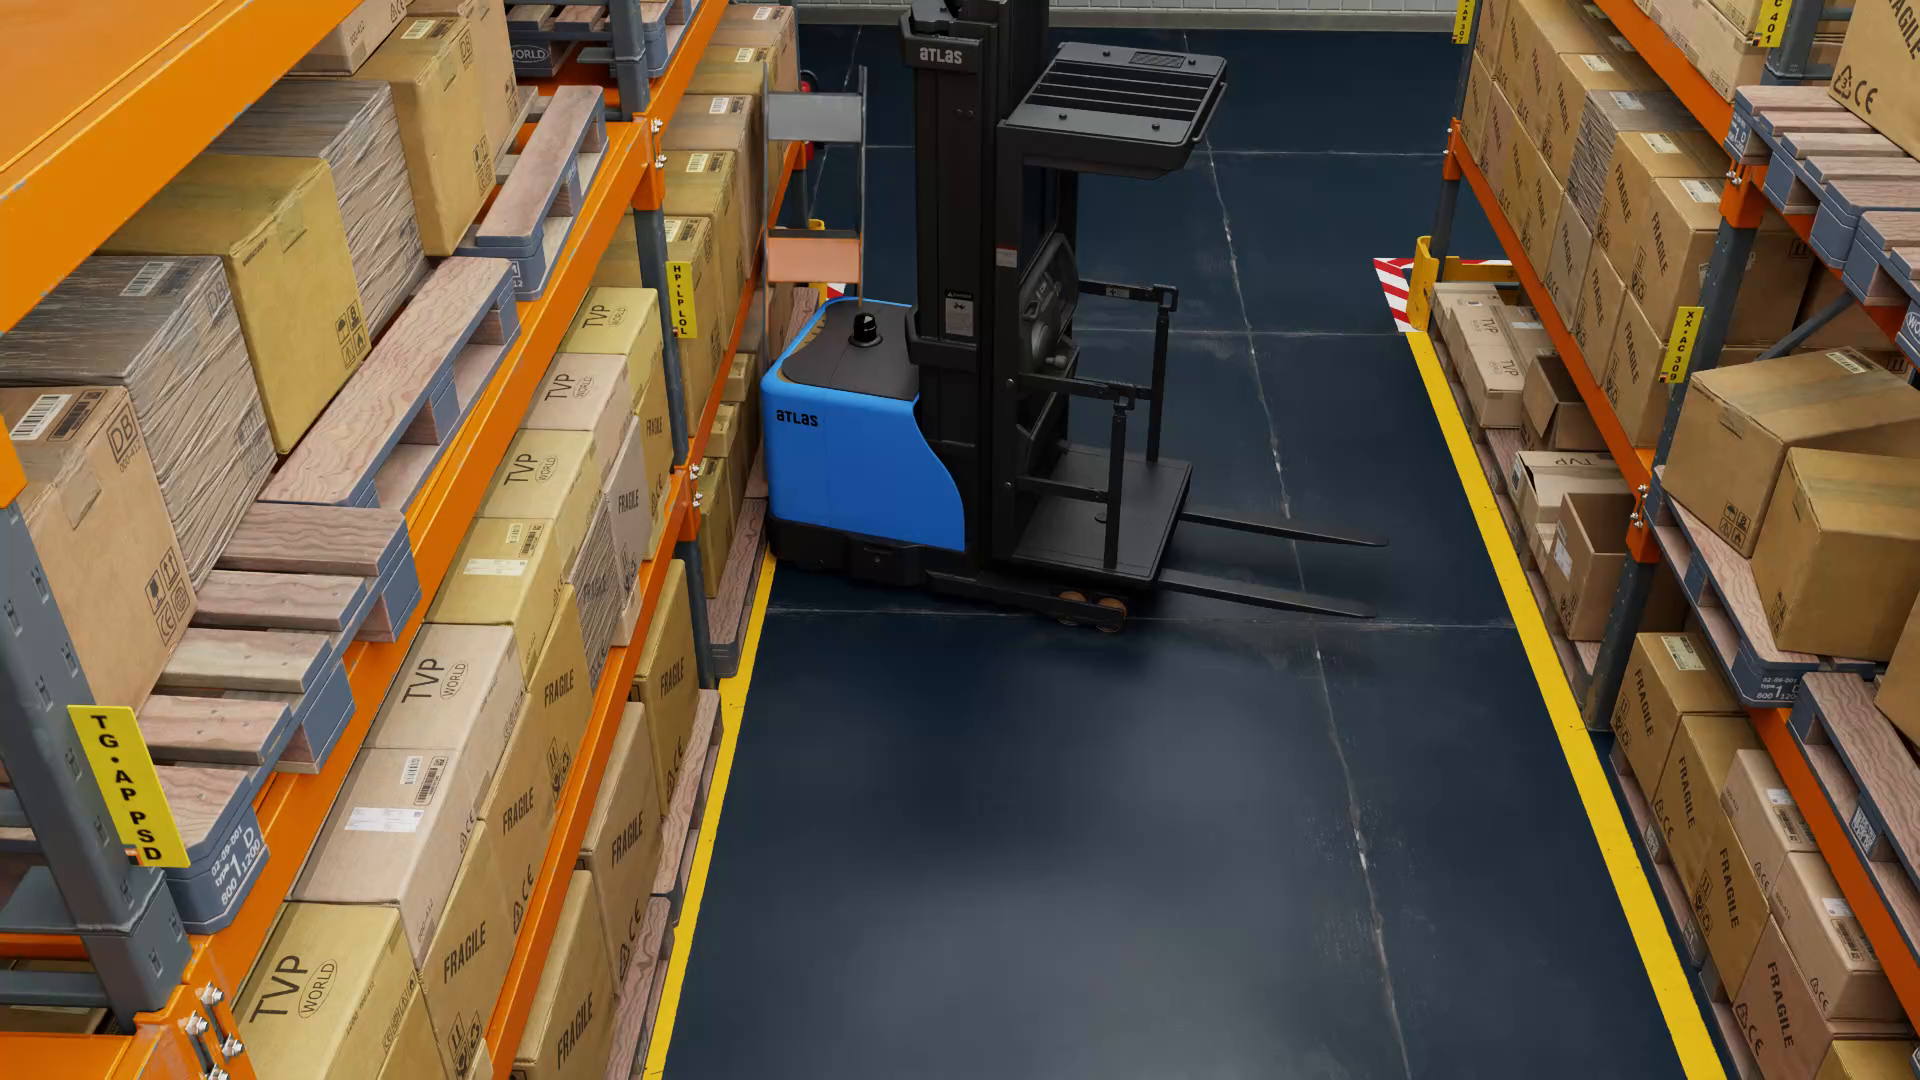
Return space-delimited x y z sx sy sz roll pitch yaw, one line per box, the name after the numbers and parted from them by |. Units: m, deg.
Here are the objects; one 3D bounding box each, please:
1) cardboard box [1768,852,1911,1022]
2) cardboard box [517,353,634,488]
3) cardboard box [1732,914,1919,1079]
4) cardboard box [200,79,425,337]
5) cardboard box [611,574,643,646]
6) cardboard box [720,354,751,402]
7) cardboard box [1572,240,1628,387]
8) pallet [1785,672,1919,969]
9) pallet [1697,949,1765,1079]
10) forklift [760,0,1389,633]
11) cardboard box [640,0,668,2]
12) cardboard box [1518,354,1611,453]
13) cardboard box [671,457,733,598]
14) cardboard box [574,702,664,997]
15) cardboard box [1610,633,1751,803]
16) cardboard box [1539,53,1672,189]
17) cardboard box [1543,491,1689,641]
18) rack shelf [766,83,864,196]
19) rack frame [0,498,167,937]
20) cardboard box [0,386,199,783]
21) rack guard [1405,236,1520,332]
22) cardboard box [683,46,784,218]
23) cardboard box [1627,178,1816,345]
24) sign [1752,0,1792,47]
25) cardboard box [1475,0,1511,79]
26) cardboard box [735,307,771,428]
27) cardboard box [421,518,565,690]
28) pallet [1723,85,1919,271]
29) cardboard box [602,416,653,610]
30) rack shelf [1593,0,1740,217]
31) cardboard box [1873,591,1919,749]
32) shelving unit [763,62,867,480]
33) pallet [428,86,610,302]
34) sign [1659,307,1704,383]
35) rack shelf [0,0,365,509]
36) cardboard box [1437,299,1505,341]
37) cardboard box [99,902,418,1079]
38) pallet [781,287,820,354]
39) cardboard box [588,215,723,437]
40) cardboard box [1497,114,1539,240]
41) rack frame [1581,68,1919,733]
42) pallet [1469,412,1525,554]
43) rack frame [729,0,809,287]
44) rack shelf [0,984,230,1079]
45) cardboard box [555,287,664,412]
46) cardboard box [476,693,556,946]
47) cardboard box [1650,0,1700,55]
2.998 1.284 5.399 0.500 0.250 0.500 1 35 1 | cardboard box
-1.422 -0.409 5.653 0.500 0.250 0.500 2 35 3 | cardboard box
2.999 1.612 5.584 0.500 0.500 0.500 0 35 0 | cardboard box
-1.816 -0.836 4.199 0.700 0.500 0.500 1 35 2 | cardboard box
-1.354 0.243 5.942 0.380 0.149 0.250 1 35 2 | cardboard box
-1.280 -0.833 8.517 0.380 0.149 0.250 0 35 1 | cardboard box
3.104 -1.017 7.447 0.500 0.500 0.500 2 35 3 | cardboard box
3.234 0.873 5.012 1.003 0.211 1.213 1 35 2 | pallet
3.280 1.925 5.773 1.003 0.211 1.213 1 35 2 | pallet
0.602 -1.093 7.702 3.031 2.935 1.130 10 36 14 | forklift
-1.338 -2.268 6.384 0.500 0.250 0.500 1 35 2 | cardboard box
3.391 -0.625 8.765 0.797 0.503 0.637 1 35 2 | cardboard box
-1.497 -0.075 8.003 0.700 0.500 0.500 2 35 2 | cardboard box
-1.558 1.096 6.032 0.750 0.750 0.750 2 35 3 | cardboard box
3.058 0.728 6.842 0.500 0.500 0.500 0 35 0 | cardboard box
3.142 -2.006 7.985 0.500 0.500 0.500 1 35 1 | cardboard box
3.060 0.122 7.705 0.500 0.500 0.500 1 35 2 | cardboard box
-0.743 -2.034 8.437 0.480 0.518 0.431 0 17 -7 | rack shelf
-1.790 -0.655 1.802 1.000 3.000 0.127 1 35 2 | rack frame
-1.828 0.076 2.900 0.700 0.500 0.500 -1 35 -2 | cardboard box
3.478 -1.618 10.564 1.175 0.500 0.348 1 35 2 | rack guard
-1.497 -2.208 8.968 0.980 0.700 0.700 1 35 2 | cardboard box
3.082 -1.133 6.743 0.500 0.500 0.500 2 35 2 | cardboard box
2.778 -1.834 5.638 0.100 0.325 0.005 1 35 2 | sign
3.200 -2.886 9.237 0.500 0.500 0.500 2 35 3 | cardboard box
-1.436 -0.965 9.269 0.700 0.500 0.500 0 35 0 | cardboard box
-1.463 0.177 4.820 0.500 0.250 0.500 1 35 1 | cardboard box
3.225 -1.164 5.298 1.213 0.211 1.003 1 35 2 | pallet
-1.406 -0.105 5.874 0.500 0.500 0.500 2 35 2 | cardboard box
3.401 -2.469 7.617 1.077 0.370 4.000 1 35 2 | rack shelf
3.312 0.417 5.041 0.700 0.500 0.500 -7 36 -10 | cardboard box
-0.766 -1.378 8.636 0.503 2.100 0.431 0 17 -7 | shelving unit
-1.617 -1.120 5.238 0.805 0.209 1.217 0 35 0 | pallet
2.778 -0.749 6.400 0.100 0.325 0.005 1 35 2 | sign
-1.709 -1.346 3.759 1.077 0.370 4.000 1 35 2 | rack shelf
3.111 -1.329 10.060 0.380 0.166 0.250 1 35 2 | cardboard box
-1.513 1.050 3.578 0.500 0.250 0.500 2 35 3 | cardboard box
-1.422 -1.195 10.213 1.003 0.211 1.213 1 35 2 | pallet
-1.591 -0.933 7.154 0.980 0.700 0.700 2 35 3 | cardboard box
3.162 -1.892 8.692 0.500 0.500 0.500 1 35 2 | cardboard box
3.321 -0.387 6.637 1.000 3.000 0.127 1 35 2 | rack frame
3.396 -0.343 9.000 1.003 0.211 1.213 1 35 2 | pallet
-1.468 -2.797 10.067 1.000 3.000 0.127 1 35 2 | rack frame
-1.870 2.015 1.236 1.077 0.370 4.000 1 35 2 | rack shelf
-1.392 -0.702 6.071 0.500 0.250 0.500 2 35 3 | cardboard box
-1.463 0.769 4.629 0.500 0.500 0.500 1 35 2 | cardboard box
3.105 -2.125 6.633 0.500 0.250 0.500 1 35 2 | cardboard box
